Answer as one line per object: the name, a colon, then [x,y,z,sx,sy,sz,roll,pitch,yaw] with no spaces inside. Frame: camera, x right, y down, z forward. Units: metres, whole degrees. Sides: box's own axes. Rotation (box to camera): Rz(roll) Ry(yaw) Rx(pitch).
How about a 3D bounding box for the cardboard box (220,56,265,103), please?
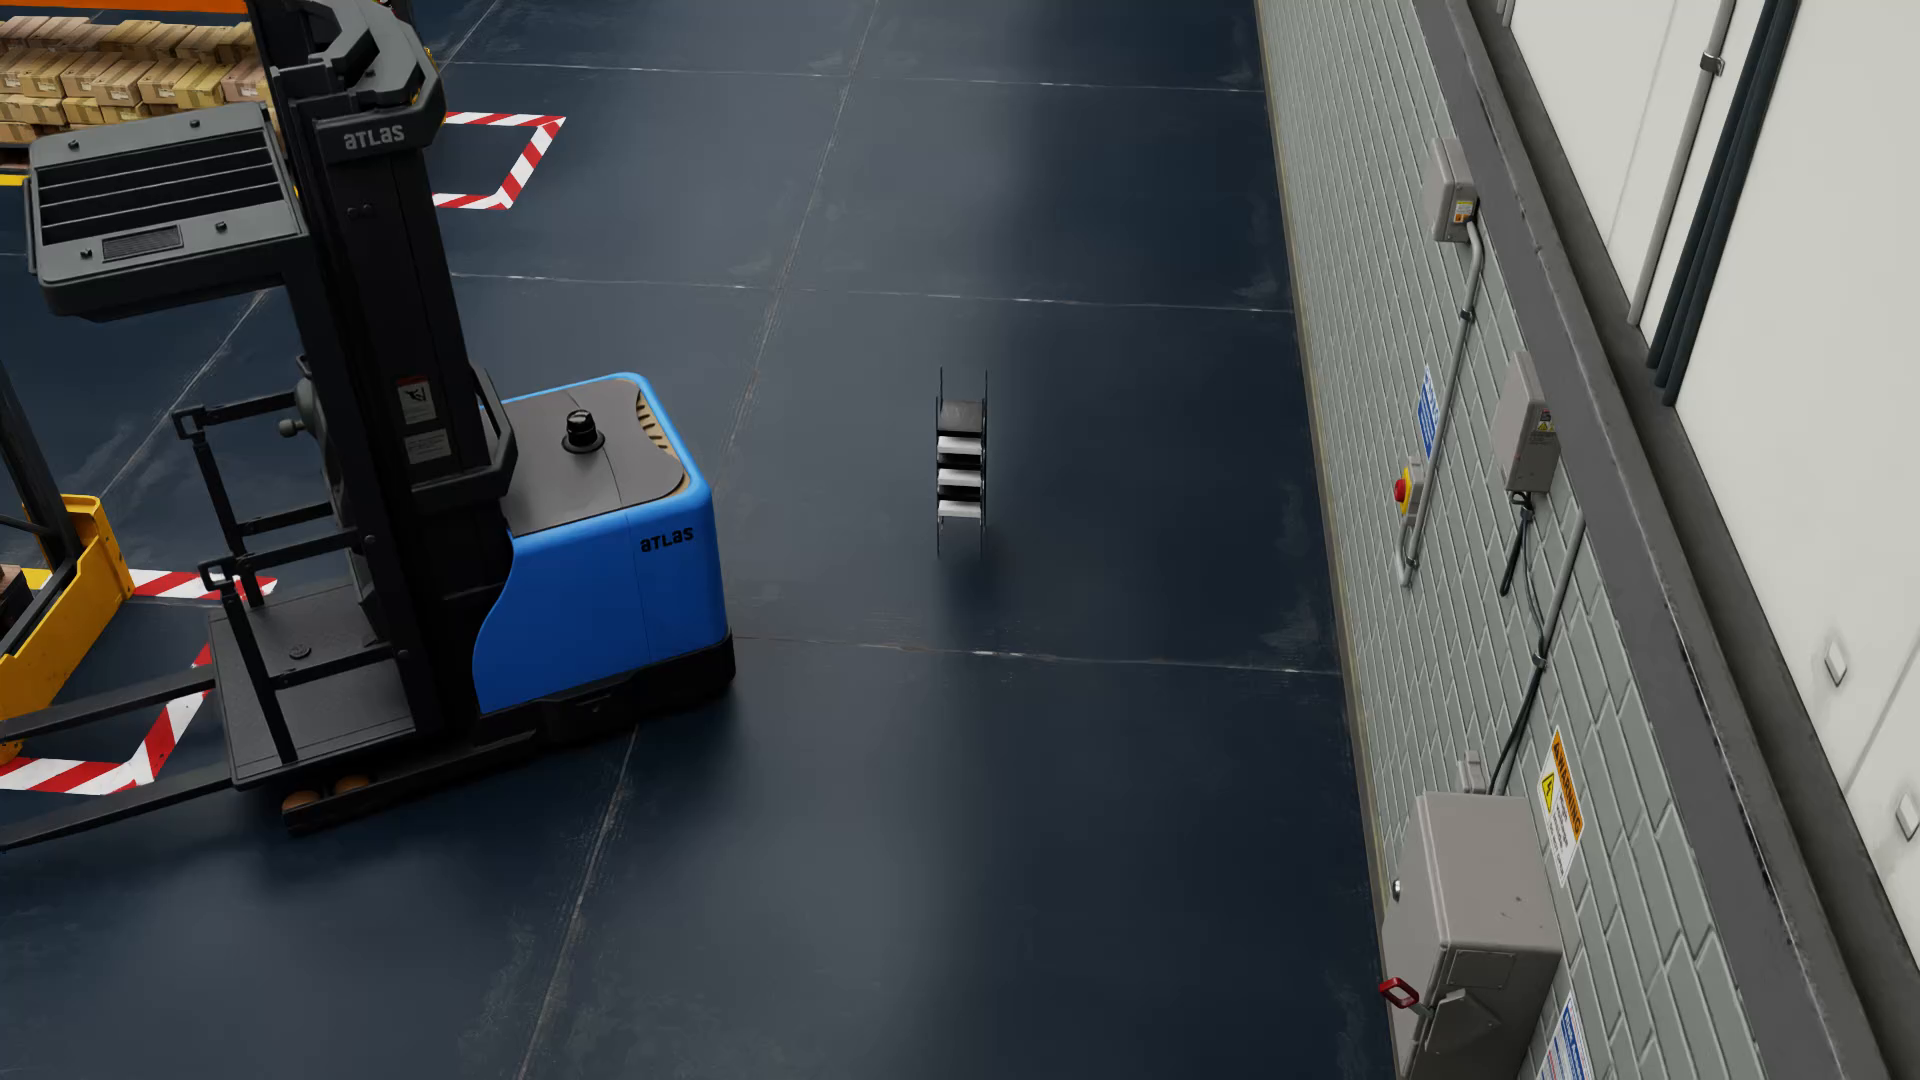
cardboard box: [-4.498,-2.936,10.605,0.250,0.149,0.380,4,39,5]

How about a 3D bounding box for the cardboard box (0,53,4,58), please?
cardboard box: [-6.329,-2.985,10.666,0.250,0.149,0.380,4,39,5]

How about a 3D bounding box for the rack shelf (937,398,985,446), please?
rack shelf: [0.008,-0.532,7.486,0.200,0.077,0.258,3,39,4]

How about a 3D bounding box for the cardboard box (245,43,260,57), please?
cardboard box: [-4.481,-3.198,10.928,0.250,0.149,0.380,4,39,5]

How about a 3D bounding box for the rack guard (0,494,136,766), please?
rack guard: [-4.006,0.361,7.081,0.348,0.500,1.175,3,39,4]

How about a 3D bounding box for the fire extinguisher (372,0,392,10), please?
fire extinguisher: [-3.492,-3.250,9.894,0.183,0.674,0.296,3,39,4]

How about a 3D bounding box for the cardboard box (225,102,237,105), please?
cardboard box: [-4.509,-2.798,10.672,0.250,0.149,0.380,2,39,3]

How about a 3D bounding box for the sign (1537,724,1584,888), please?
sign: [1.475,0.652,4.089,0.001,0.242,0.339,3,39,4]

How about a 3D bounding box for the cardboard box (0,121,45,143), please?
cardboard box: [-6.057,-2.736,10.832,0.250,0.149,0.380,2,39,3]

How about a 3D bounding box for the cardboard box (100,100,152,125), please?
cardboard box: [-5.288,-2.797,10.671,0.250,0.149,0.380,4,39,5]

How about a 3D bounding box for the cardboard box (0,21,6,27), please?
cardboard box: [-6.553,-3.317,11.074,0.250,0.149,0.380,4,39,5]

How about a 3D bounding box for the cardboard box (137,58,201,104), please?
cardboard box: [-5.019,-2.924,10.591,0.250,0.149,0.380,2,39,2]

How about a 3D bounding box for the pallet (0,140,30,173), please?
pallet: [-5.797,-2.786,11.176,1.213,0.211,1.003,3,39,4]

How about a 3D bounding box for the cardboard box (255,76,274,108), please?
cardboard box: [-4.252,-2.886,10.544,0.250,0.149,0.380,4,39,4]

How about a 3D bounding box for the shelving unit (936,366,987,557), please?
shelving unit: [0.008,-0.349,7.636,0.210,0.900,0.258,3,39,4]

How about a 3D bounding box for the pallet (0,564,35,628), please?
pallet: [-4.833,0.478,7.167,1.213,0.211,1.003,3,39,4]

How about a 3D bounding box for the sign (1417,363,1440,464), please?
sign: [1.655,-0.449,5.882,0.001,0.218,0.327,3,39,4]

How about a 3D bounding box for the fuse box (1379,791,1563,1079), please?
fuse box: [1.264,1.496,4.727,0.414,1.711,0.539,3,39,4]

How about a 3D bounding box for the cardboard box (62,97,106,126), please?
cardboard box: [-5.542,-2.823,10.703,0.250,0.149,0.380,5,39,6]

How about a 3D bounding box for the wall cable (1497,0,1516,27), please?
wall cable: [1.662,-2.804,4.237,0.029,3.000,0.463,3,39,4]

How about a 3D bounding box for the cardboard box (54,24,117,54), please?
cardboard box: [-5.767,-3.271,11.018,0.250,0.149,0.380,3,39,4]

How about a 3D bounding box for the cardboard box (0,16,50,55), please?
cardboard box: [-6.275,-3.361,11.127,0.250,0.149,0.380,1,39,2]

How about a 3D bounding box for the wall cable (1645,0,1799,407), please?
wall cable: [1.316,-0.595,1.494,0.133,3.039,2.988,3,39,4]

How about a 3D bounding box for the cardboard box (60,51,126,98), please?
cardboard box: [-5.545,-2.987,10.669,0.250,0.149,0.380,2,39,2]

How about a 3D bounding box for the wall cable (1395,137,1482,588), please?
wall cable: [1.590,-0.723,5.604,0.123,1.953,0.585,3,39,4]

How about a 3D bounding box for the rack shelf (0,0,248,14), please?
rack shelf: [-5.696,-3.558,10.486,4.000,0.370,1.077,3,39,4]

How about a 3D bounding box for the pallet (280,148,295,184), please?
pallet: [-4.585,-2.718,11.092,1.213,0.211,1.003,3,39,4]

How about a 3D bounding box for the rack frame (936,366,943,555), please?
rack frame: [-0.093,-0.354,7.643,0.006,0.900,0.240,3,39,4]

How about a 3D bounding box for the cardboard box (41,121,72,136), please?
cardboard box: [-5.789,-2.770,10.873,0.250,0.149,0.380,4,39,5]

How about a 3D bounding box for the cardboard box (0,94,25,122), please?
cardboard box: [-6.062,-2.850,10.736,0.250,0.149,0.380,3,39,3]

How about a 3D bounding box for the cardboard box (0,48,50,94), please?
cardboard box: [-6.050,-3.022,10.711,0.250,0.149,0.380,2,39,2]

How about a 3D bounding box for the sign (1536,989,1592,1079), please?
sign: [1.427,1.355,3.955,0.001,0.494,0.329,3,39,4]

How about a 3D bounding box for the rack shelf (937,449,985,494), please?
rack shelf: [0.008,-0.323,7.657,0.200,0.077,0.258,3,39,4]

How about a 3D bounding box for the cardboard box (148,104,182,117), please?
cardboard box: [-5.030,-2.857,10.744,0.250,0.149,0.380,3,39,3]

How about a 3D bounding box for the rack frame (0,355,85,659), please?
rack frame: [-4.030,-0.610,6.293,0.127,3.000,1.000,3,39,4]

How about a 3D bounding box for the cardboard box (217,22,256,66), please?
cardboard box: [-4.721,-3.292,11.043,0.250,0.149,0.380,3,39,4]

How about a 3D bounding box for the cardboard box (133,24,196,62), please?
cardboard box: [-5.251,-3.275,11.022,0.250,0.149,0.380,5,39,6]

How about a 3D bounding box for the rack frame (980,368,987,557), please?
rack frame: [0.109,-0.343,7.629,0.006,0.900,0.240,3,39,4]

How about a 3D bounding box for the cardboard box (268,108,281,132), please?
cardboard box: [-4.254,-2.750,10.613,0.250,0.149,0.380,2,39,3]

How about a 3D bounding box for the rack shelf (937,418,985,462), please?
rack shelf: [0.008,-0.462,7.543,0.200,0.077,0.258,3,39,4]

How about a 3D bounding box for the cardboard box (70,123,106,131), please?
cardboard box: [-5.543,-2.709,10.798,0.250,0.149,0.380,4,39,5]

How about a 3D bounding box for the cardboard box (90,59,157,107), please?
cardboard box: [-5.292,-2.903,10.566,0.250,0.149,0.380,5,39,6]

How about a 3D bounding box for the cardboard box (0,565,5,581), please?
cardboard box: [-4.696,0.248,6.937,0.875,0.438,0.875,2,39,2]

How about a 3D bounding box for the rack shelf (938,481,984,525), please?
rack shelf: [0.008,-0.183,7.771,0.200,0.077,0.258,3,39,4]

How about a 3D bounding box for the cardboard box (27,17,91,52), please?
cardboard box: [-6.006,-3.354,11.119,0.250,0.149,0.380,2,39,2]

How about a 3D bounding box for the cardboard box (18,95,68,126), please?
cardboard box: [-5.819,-2.821,10.700,0.250,0.149,0.380,4,39,4]

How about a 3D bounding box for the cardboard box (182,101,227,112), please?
cardboard box: [-4.771,-2.777,10.647,0.250,0.149,0.380,2,39,2]

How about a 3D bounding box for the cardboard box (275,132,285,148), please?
cardboard box: [-4.246,-2.683,10.766,0.250,0.149,0.380,4,39,5]

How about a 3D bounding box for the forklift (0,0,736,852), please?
forklift: [-2.517,-0.376,6.060,3.031,2.935,1.130,-16,42,-19]

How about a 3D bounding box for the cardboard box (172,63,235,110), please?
cardboard box: [-4.767,-2.870,10.524,0.250,0.149,0.380,2,39,3]

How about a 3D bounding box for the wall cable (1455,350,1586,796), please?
wall cable: [1.479,0.181,4.517,0.122,1.984,0.588,3,39,4]

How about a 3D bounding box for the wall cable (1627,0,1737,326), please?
wall cable: [1.594,-2.331,3.656,0.029,3.000,2.355,3,39,4]

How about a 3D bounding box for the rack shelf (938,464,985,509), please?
rack shelf: [0.008,-0.253,7.714,0.200,0.077,0.258,3,39,4]

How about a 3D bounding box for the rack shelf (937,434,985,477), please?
rack shelf: [0.008,-0.393,7.600,0.200,0.077,0.258,3,39,4]

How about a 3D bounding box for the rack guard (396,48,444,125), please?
rack guard: [-3.779,-2.763,10.919,0.348,0.500,1.175,3,39,4]

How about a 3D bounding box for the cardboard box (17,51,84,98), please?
cardboard box: [-5.808,-2.984,10.665,0.250,0.149,0.380,3,39,4]

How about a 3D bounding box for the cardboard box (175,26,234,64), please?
cardboard box: [-4.975,-3.254,10.996,0.250,0.149,0.380,1,39,2]

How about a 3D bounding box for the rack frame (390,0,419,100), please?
rack frame: [-3.703,-3.728,10.125,0.127,3.000,1.000,3,39,4]

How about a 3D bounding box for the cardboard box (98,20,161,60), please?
cardboard box: [-5.509,-3.318,11.075,0.250,0.149,0.380,4,39,5]
